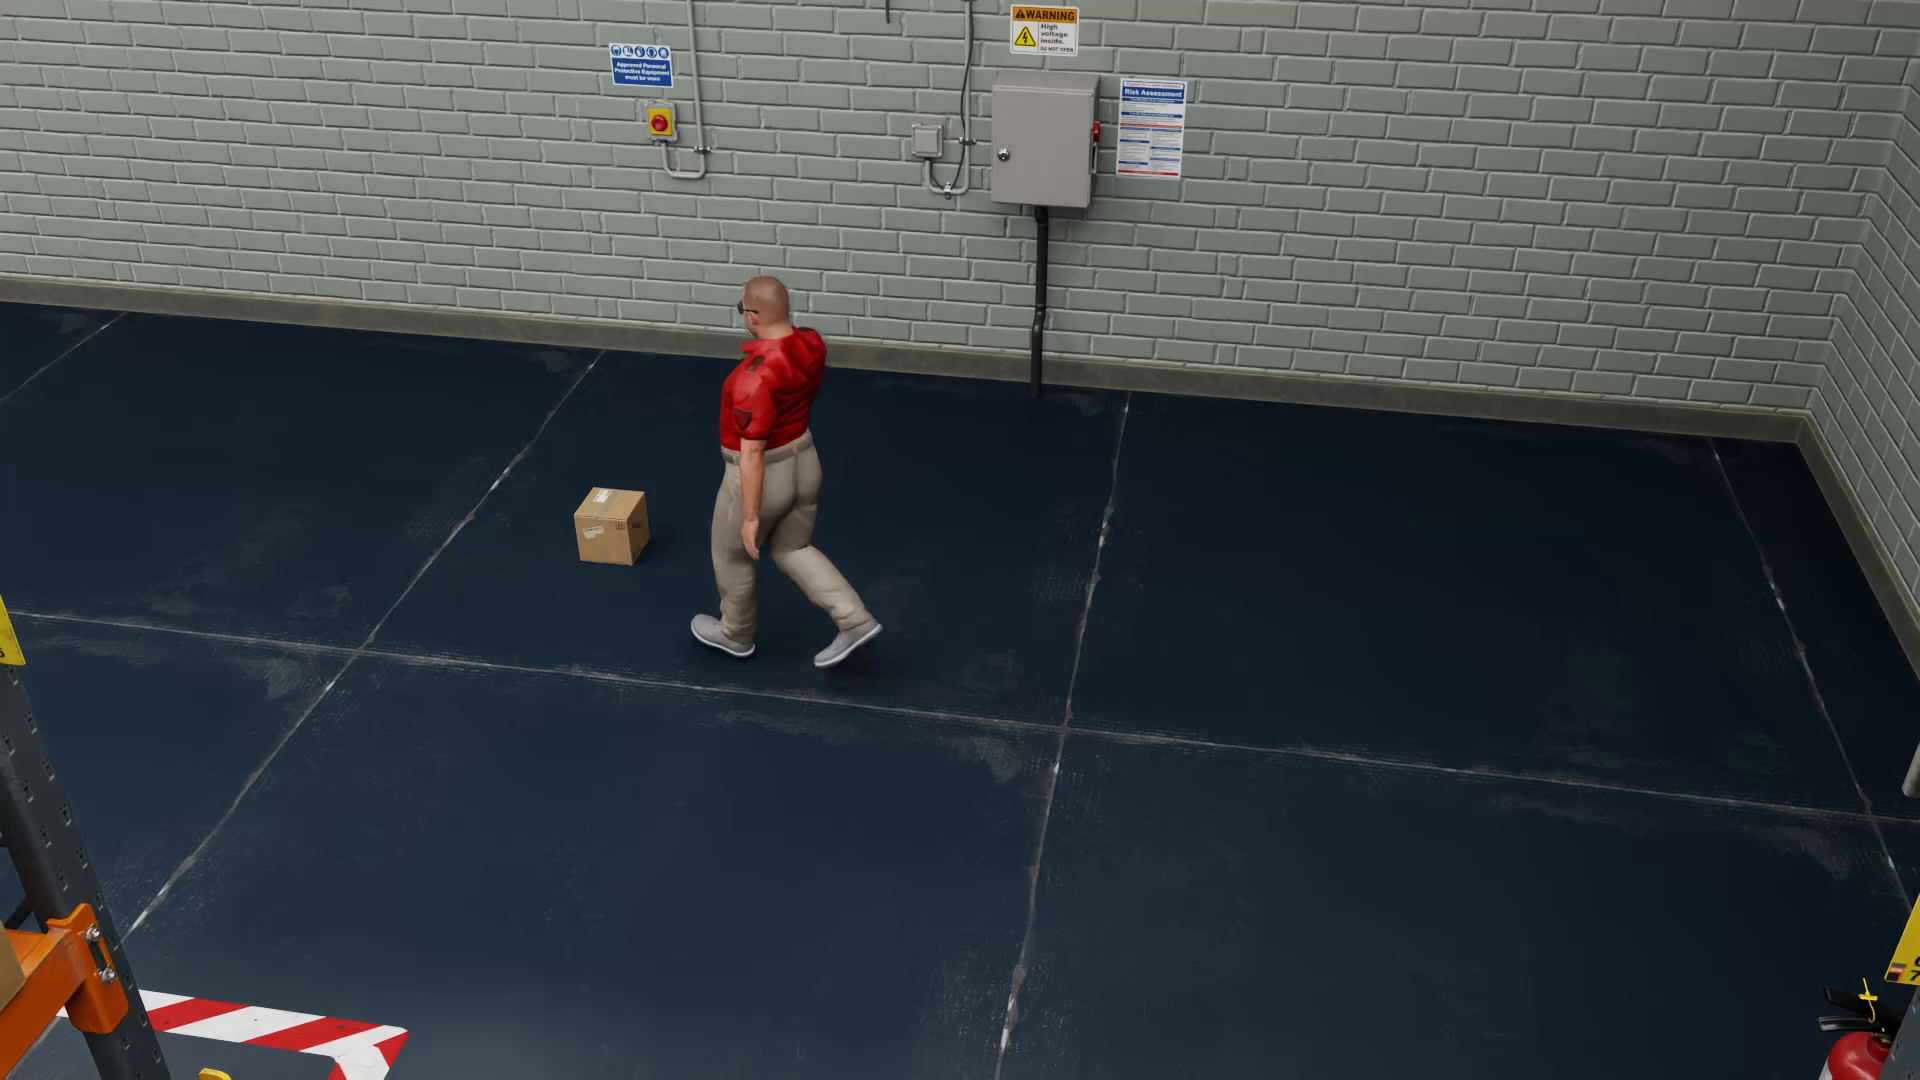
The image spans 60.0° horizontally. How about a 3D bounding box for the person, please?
[{"bbox_3d":[-0.730,-0.200,6.564,0.855,1.594,0.589,22,38,31],"label":"person"}]
